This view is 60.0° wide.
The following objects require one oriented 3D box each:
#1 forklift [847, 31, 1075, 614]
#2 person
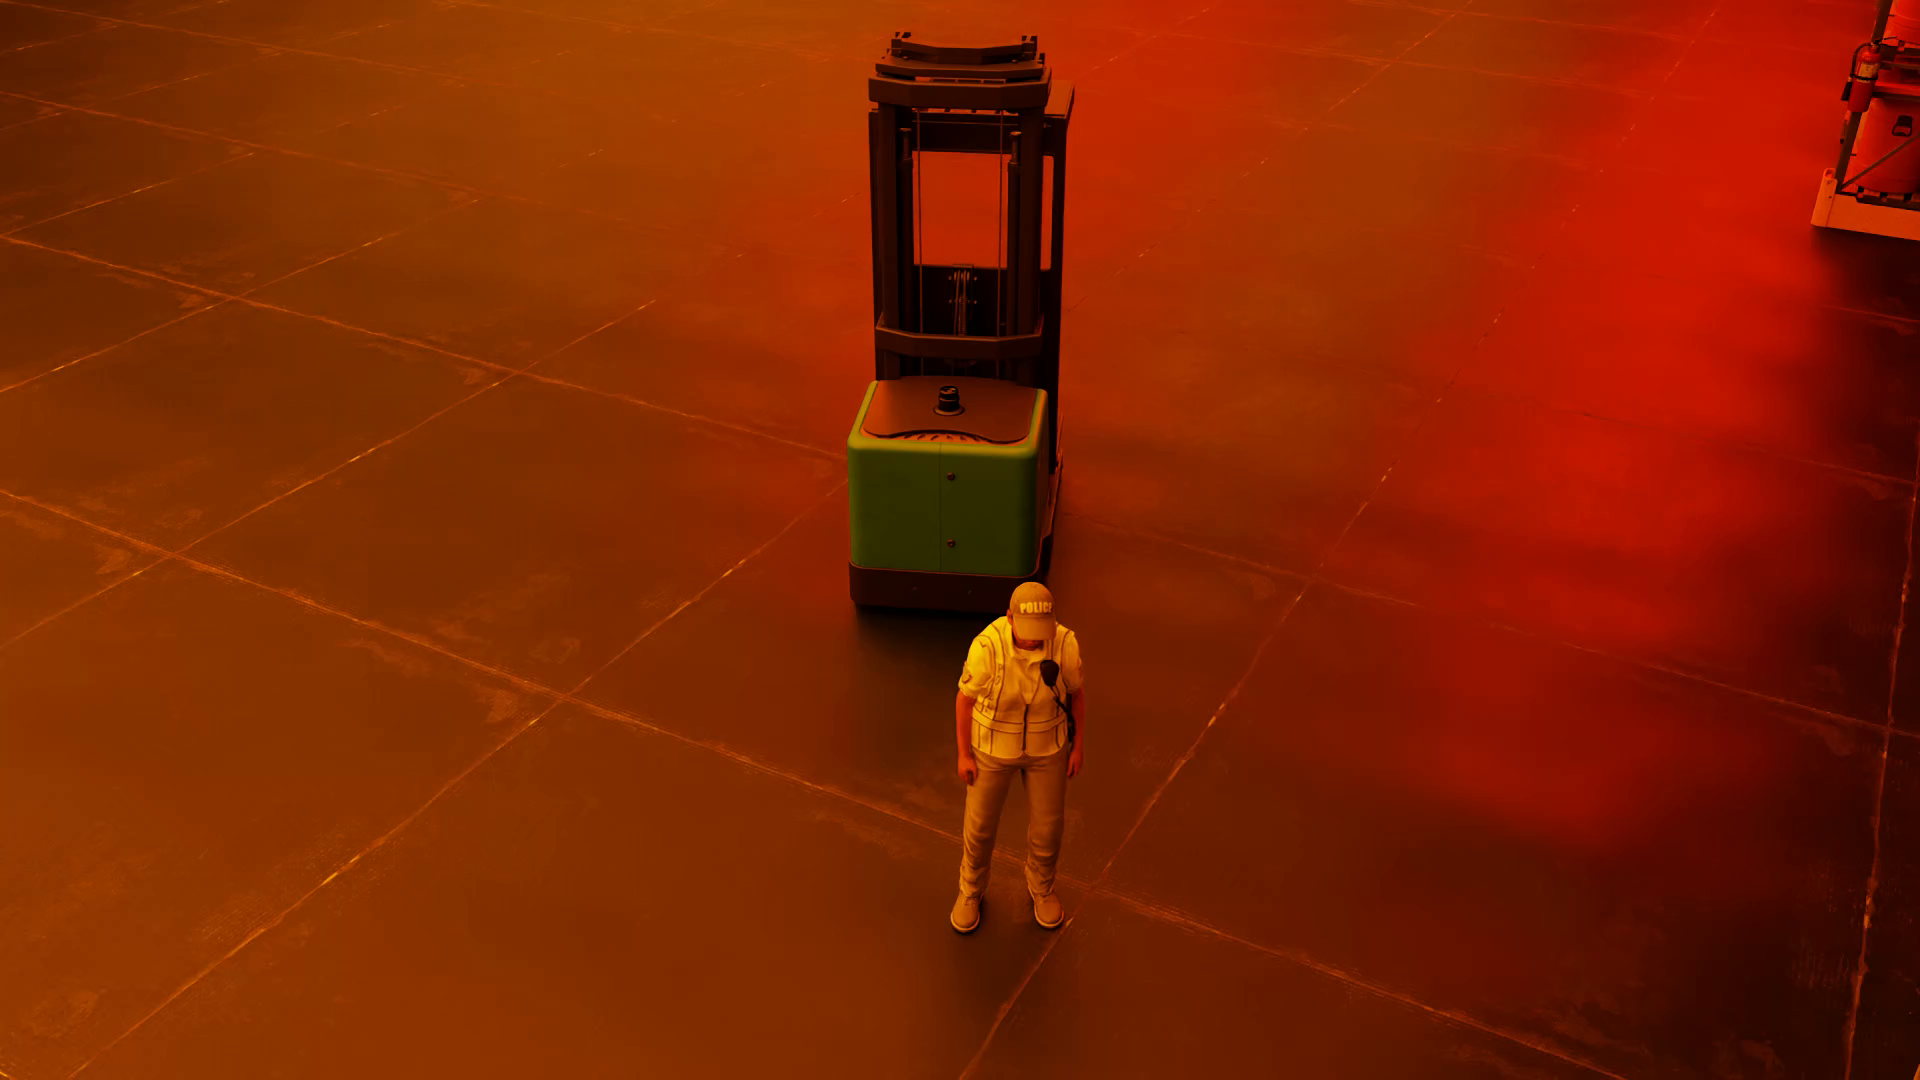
[{"bbox_3d":[0.072,-1.572,9.794,1.130,2.935,3.031,3,30,6],"label":"forklift"},{"bbox_3d":[0.234,0.872,6.827,0.565,1.667,0.465,-3,30,-5],"label":"person"}]
